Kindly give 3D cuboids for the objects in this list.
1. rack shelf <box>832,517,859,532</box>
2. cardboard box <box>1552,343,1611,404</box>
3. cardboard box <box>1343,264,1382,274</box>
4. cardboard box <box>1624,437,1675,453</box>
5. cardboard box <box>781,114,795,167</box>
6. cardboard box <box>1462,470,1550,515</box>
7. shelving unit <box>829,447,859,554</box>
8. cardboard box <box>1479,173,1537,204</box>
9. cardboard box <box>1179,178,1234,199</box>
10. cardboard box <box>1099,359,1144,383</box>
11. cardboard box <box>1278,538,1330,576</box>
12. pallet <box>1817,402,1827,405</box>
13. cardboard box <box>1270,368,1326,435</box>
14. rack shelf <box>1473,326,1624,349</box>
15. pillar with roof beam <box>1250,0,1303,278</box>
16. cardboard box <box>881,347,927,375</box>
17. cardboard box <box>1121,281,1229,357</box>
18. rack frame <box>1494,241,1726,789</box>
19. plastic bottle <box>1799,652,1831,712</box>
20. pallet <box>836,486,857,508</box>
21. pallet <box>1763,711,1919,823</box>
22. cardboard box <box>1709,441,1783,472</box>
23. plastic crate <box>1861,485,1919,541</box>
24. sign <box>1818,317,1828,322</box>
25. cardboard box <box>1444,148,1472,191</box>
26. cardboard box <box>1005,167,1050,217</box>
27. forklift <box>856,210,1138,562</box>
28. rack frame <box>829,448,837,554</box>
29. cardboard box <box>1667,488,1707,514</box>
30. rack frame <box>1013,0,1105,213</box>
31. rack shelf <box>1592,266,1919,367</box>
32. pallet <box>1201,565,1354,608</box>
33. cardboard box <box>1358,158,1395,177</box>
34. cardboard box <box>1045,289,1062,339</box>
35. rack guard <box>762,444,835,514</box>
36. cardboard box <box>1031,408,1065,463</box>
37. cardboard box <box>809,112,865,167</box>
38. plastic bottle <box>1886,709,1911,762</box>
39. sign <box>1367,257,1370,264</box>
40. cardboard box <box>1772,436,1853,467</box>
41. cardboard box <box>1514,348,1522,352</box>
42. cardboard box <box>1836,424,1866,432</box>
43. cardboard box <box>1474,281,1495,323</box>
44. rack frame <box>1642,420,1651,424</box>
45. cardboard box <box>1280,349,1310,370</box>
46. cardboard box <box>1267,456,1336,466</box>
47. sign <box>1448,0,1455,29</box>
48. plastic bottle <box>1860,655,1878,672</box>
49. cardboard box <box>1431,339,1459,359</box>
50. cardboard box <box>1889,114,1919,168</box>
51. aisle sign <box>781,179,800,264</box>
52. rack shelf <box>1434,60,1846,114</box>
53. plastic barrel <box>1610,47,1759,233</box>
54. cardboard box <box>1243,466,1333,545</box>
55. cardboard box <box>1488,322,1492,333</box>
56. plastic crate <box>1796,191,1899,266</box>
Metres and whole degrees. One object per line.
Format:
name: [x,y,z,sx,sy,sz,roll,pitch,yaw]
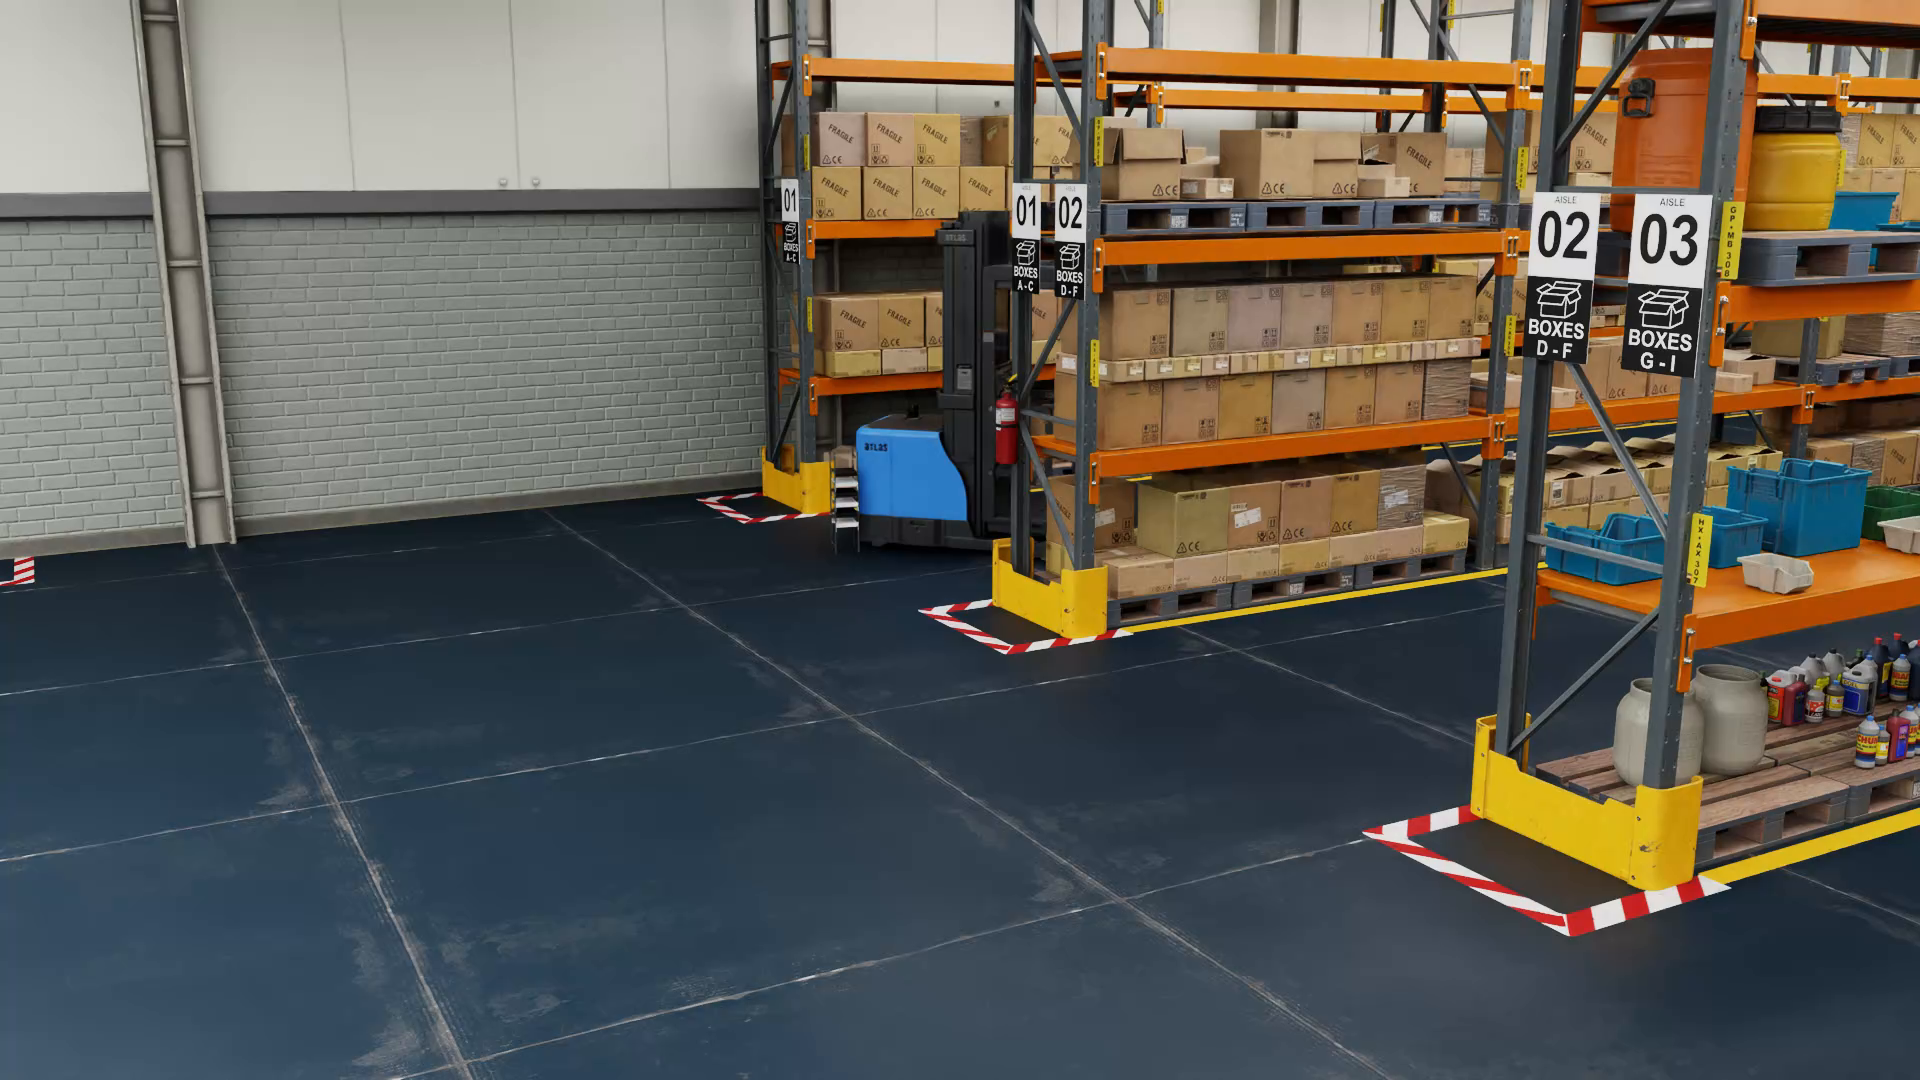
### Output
rack shelf: [-1.015,-0.139,14.647,0.200,0.077,0.258,-3,13,-14]
cardboard box: [5.336,-1.483,14.641,0.500,0.500,0.500,-6,14,-24]
cardboard box: [4.762,-3.178,19.690,0.250,0.149,0.380,-10,16,-37]
cardboard box: [6.645,-0.804,15.879,0.500,0.311,0.500,-7,15,-29]
cardboard box: [-1.443,-3.941,16.404,0.500,0.500,0.500,-6,14,-25]
cardboard box: [4.673,-0.434,14.235,0.500,0.311,0.500,-7,14,-28]
shelving unit: [-1.015,-0.347,14.600,0.210,0.900,0.258,-3,13,-14]
cardboard box: [4.737,-2.960,13.982,0.500,0.250,0.500,-5,14,-22]
cardboard box: [1.798,-2.585,12.227,0.250,0.149,0.380,-7,14,-28]
cardboard box: [1.128,-1.246,12.108,0.250,0.149,0.380,-7,14,-28]
cardboard box: [2.575,0.085,13.207,0.500,0.250,0.500,-7,14,-28]
pallet: [11.683,-2.059,23.776,1.213,0.211,1.003,-7,14,-28]
cardboard box: [2.454,-1.140,13.113,0.500,0.500,0.700,-6,14,-26]
rack shelf: [7.081,-2.536,21.185,4.000,0.370,1.077,-7,14,-28]
pillar with roof beam: [5.833,-4.804,15.959,0.400,9.000,9.100,-7,14,-28]
cardboard box: [-0.667,-1.819,16.657,0.500,0.250,0.500,-7,15,-30]
cardboard box: [1.602,-1.671,12.520,0.500,0.500,0.700,-7,15,-29]
rack frame: [3.051,0.074,7.948,0.127,3.000,1.000,-7,14,-28]
plastic bottle: [4.952,0.820,9.664,0.185,0.351,0.144,-6,14,-26]
pallet: [-0.900,-0.561,17.122,1.213,0.211,1.003,-7,14,-28]
pallet: [4.880,1.206,9.271,1.213,0.211,1.003,-7,14,-28]
cardboard box: [7.361,-0.757,15.669,0.500,0.311,0.500,-6,14,-26]
plastic crate: [5.235,-0.155,9.448,0.662,0.188,0.450,-7,14,-28]
sign: [7.971,-2.181,15.330,0.005,0.325,0.100,-7,14,-28]
cardboard box: [5.716,-4.465,20.054,0.500,0.500,0.700,-8,15,-32]
cardboard box: [0.572,-3.561,16.994,0.500,0.500,0.500,-7,15,-30]
forklift: [0.645,-1.369,14.517,3.031,2.935,1.130,4,13,17]
rack frame: [-1.114,-0.341,14.575,0.006,0.900,0.240,-3,13,-14]
cardboard box: [6.464,-0.376,15.255,0.500,0.250,0.500,-6,14,-27]
rack frame: [0.680,-3.808,11.532,0.127,3.000,1.000,-7,14,-28]
rack shelf: [4.806,-1.249,8.632,4.000,0.370,1.077,-7,14,-28]
pallet: [2.401,0.264,13.457,1.213,0.211,1.003,-7,14,-28]
cardboard box: [3.149,-2.936,13.418,0.500,0.311,0.500,-8,15,-31]
cardboard box: [1.112,-2.395,17.509,0.500,0.500,0.500,-7,14,-28]
rack guard: [-1.630,-0.624,16.741,0.348,0.500,1.175,-7,14,-28]
cardboard box: [0.923,-1.134,18.008,0.500,0.500,0.500,-8,15,-32]
cardboard box: [-1.242,-3.839,15.951,0.500,0.500,0.500,-8,15,-32]
plastic bottle: [4.999,1.034,8.868,0.133,0.283,0.061,-7,14,-27]
sign: [5.057,-3.348,20.518,0.005,0.325,0.100,-7,14,-28]
cardboard box: [8.239,-0.710,16.125,0.500,0.500,0.500,-6,14,-25]
cardboard box: [7.549,-2.066,21.397,0.750,0.750,0.750,-6,14,-26]
cardboard box: [8.865,-0.916,17.037,0.500,0.500,0.500,-7,15,-30]
cardboard box: [6.339,-2.935,20.370,0.500,0.500,0.500,-6,14,-26]
rack frame: [8.836,-3.097,22.041,0.127,3.000,1.000,-7,14,-28]
cardboard box: [2.478,-1.407,12.826,0.250,0.149,0.380,-7,14,-27]
cardboard box: [2.757,-0.437,13.818,0.500,0.500,0.500,-7,14,-28]
sign: [5.594,-5.994,18.941,0.005,0.325,0.100,-7,14,-28]
plastic bottle: [5.377,0.817,9.858,0.097,0.271,0.097,0,13,0]
cardboard box: [3.837,-1.571,13.554,0.250,0.149,0.380,-7,15,-29]
cardboard box: [8.984,-3.874,16.156,0.500,0.500,0.500,-7,14,-28]
aisle sign: [-1.616,-3.038,15.855,0.004,0.787,0.394,-7,14,-28]
rack shelf: [5.947,-3.893,14.460,4.000,0.370,1.077,-7,14,-28]
plastic barrel: [3.416,-1.879,7.861,0.708,0.830,0.600,-7,14,-28]
cardboard box: [2.576,-0.281,13.124,0.500,0.500,0.500,-7,14,-28]
cardboard box: [6.386,-2.641,20.537,0.250,0.149,0.380,-7,14,-28]
plastic crate: [4.580,-1.640,8.769,0.575,0.384,0.392,-7,14,-28]
